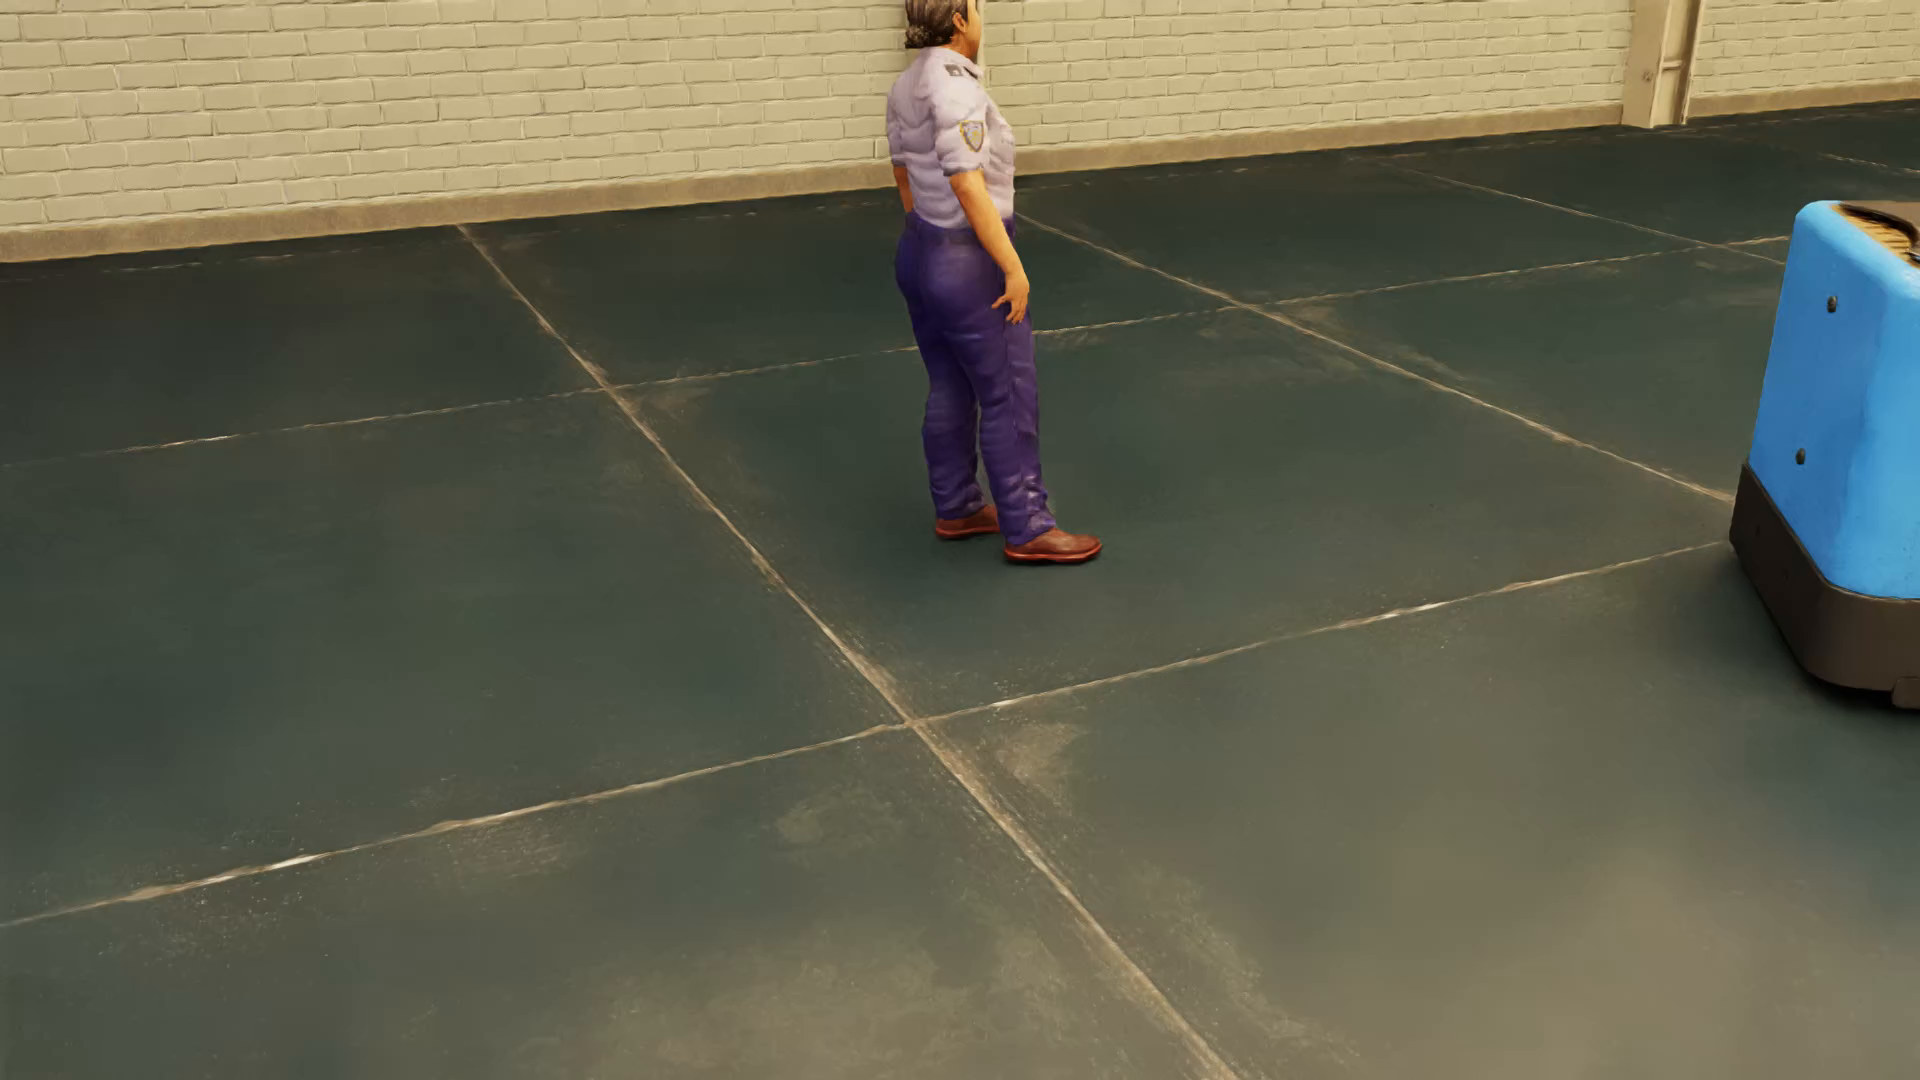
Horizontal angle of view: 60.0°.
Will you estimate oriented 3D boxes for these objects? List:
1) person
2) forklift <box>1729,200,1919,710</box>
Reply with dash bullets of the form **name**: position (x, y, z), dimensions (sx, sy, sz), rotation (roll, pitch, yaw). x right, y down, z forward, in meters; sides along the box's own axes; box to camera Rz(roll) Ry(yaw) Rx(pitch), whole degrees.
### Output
- **person**: position (0.091, -0.774, 4.804), dimensions (0.502, 1.650, 0.599), rotation (-10, 25, -23)
- **forklift**: position (3.675, -1.012, 3.723), dimensions (3.031, 2.935, 1.130), rotation (5, 23, 11)
